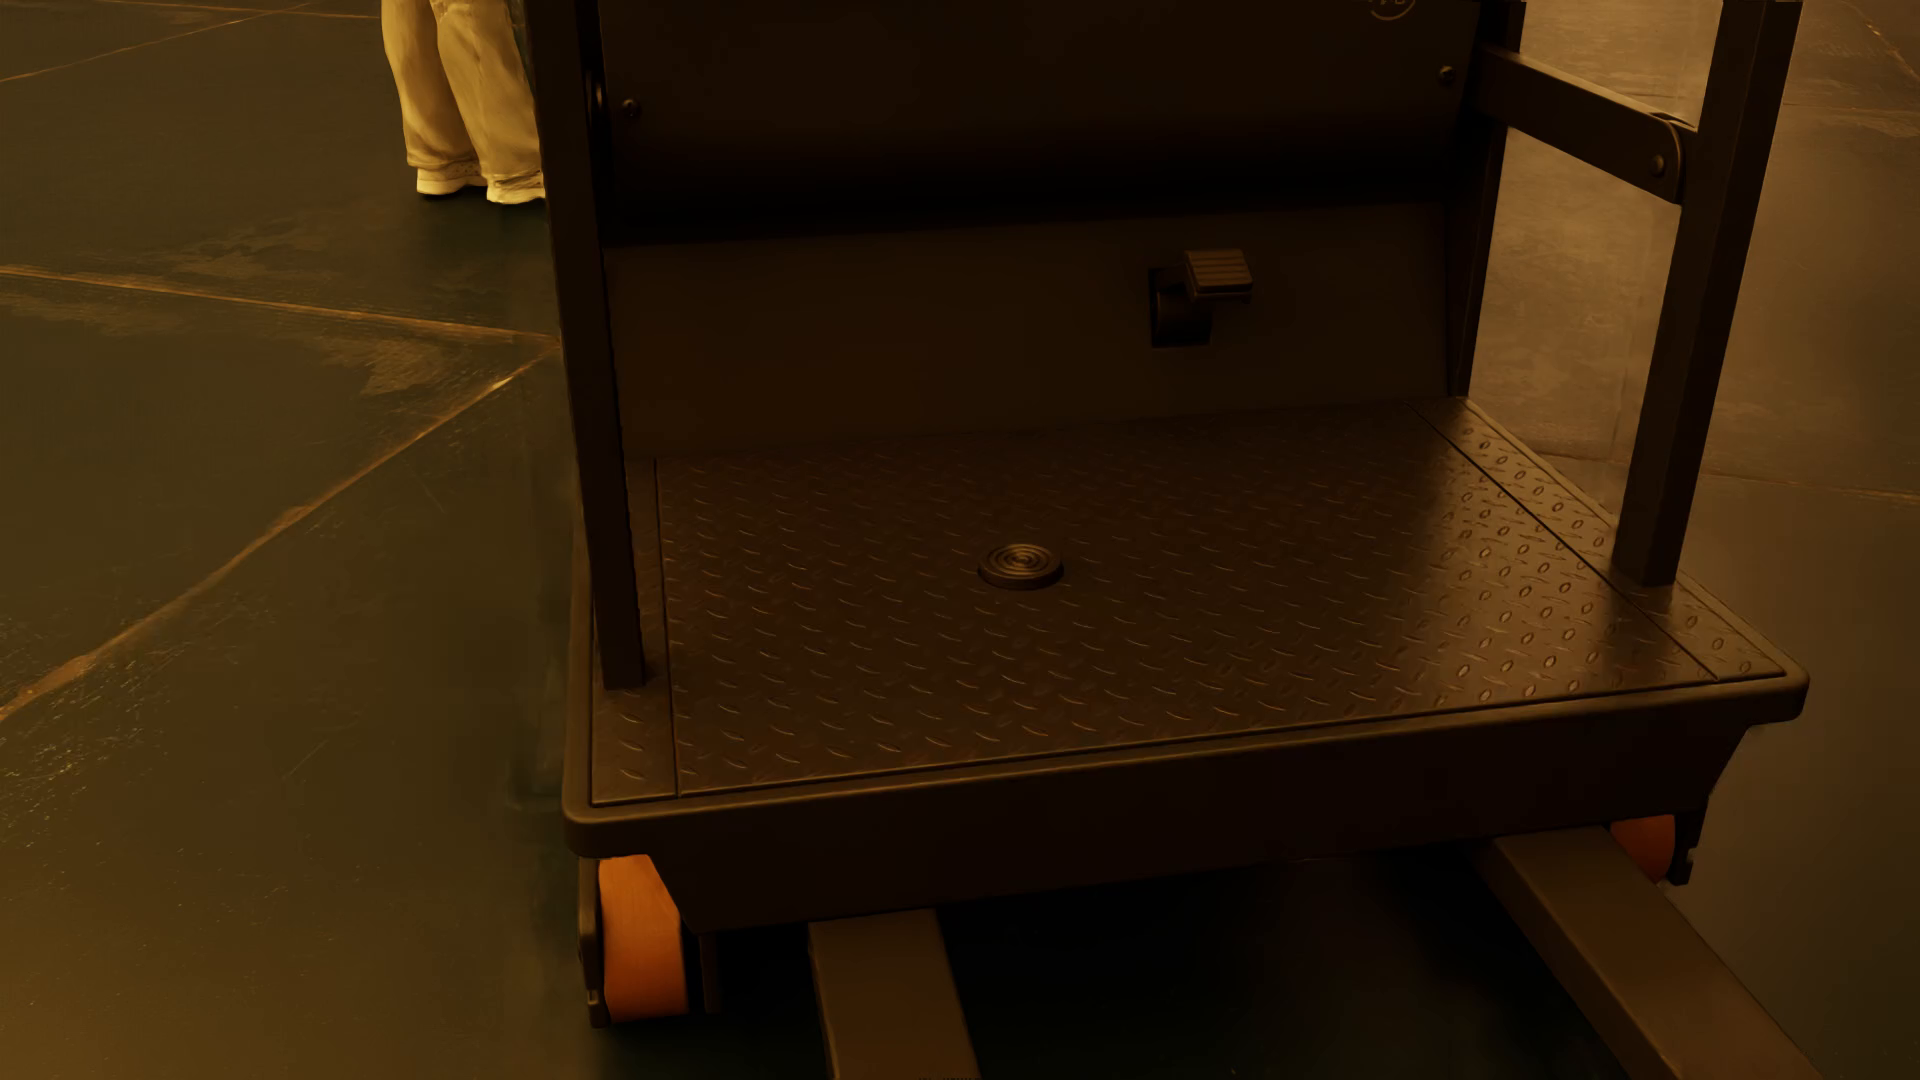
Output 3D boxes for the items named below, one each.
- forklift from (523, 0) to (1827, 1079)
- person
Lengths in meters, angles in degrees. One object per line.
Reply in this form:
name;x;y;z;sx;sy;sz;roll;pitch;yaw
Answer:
forklift;0.136;-1.026;1.287;1.130;2.935;3.031;-5;27;-10
person;-1.239;-1.639;3.864;0.549;1.663;0.548;-17;32;-30
